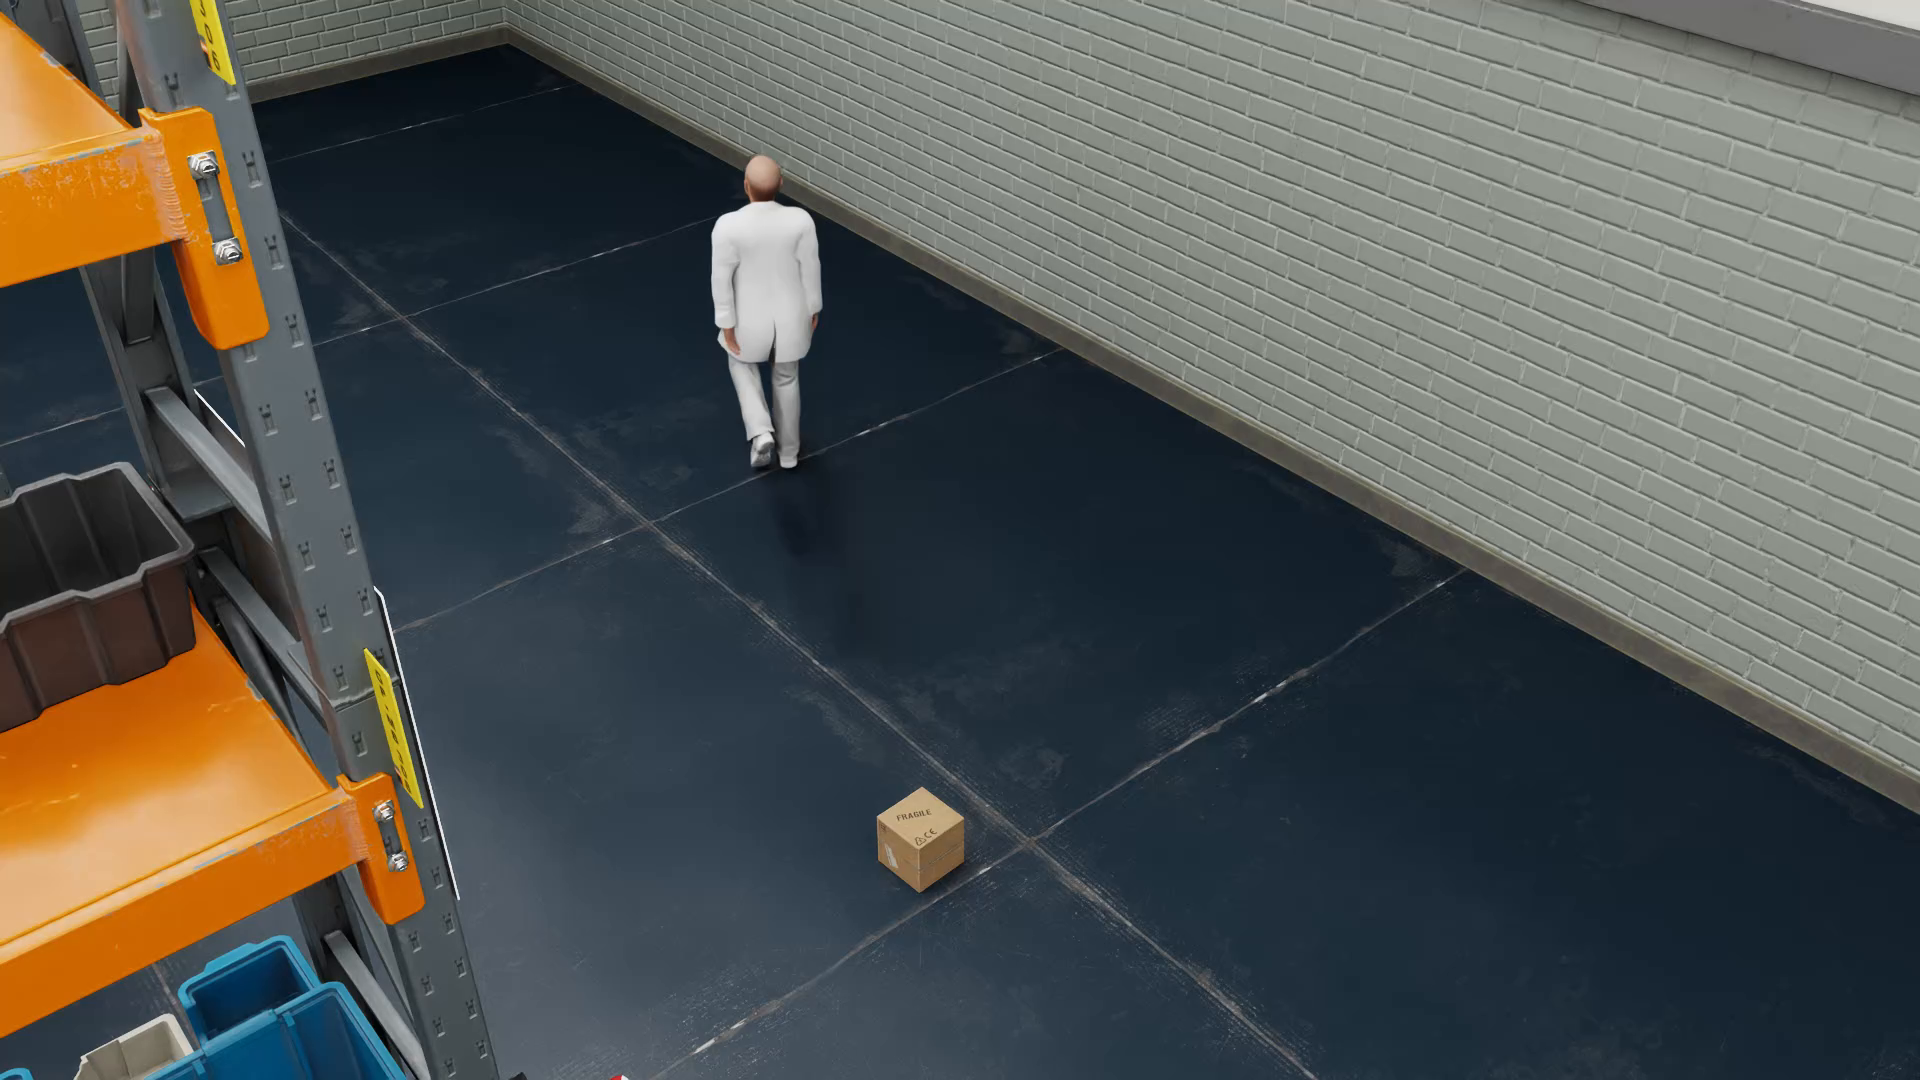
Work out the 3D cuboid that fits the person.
[{"bbox_3d":[-0.999,-1.171,8.704,0.577,1.785,0.529,-8,36,-11],"label":"person"}]
